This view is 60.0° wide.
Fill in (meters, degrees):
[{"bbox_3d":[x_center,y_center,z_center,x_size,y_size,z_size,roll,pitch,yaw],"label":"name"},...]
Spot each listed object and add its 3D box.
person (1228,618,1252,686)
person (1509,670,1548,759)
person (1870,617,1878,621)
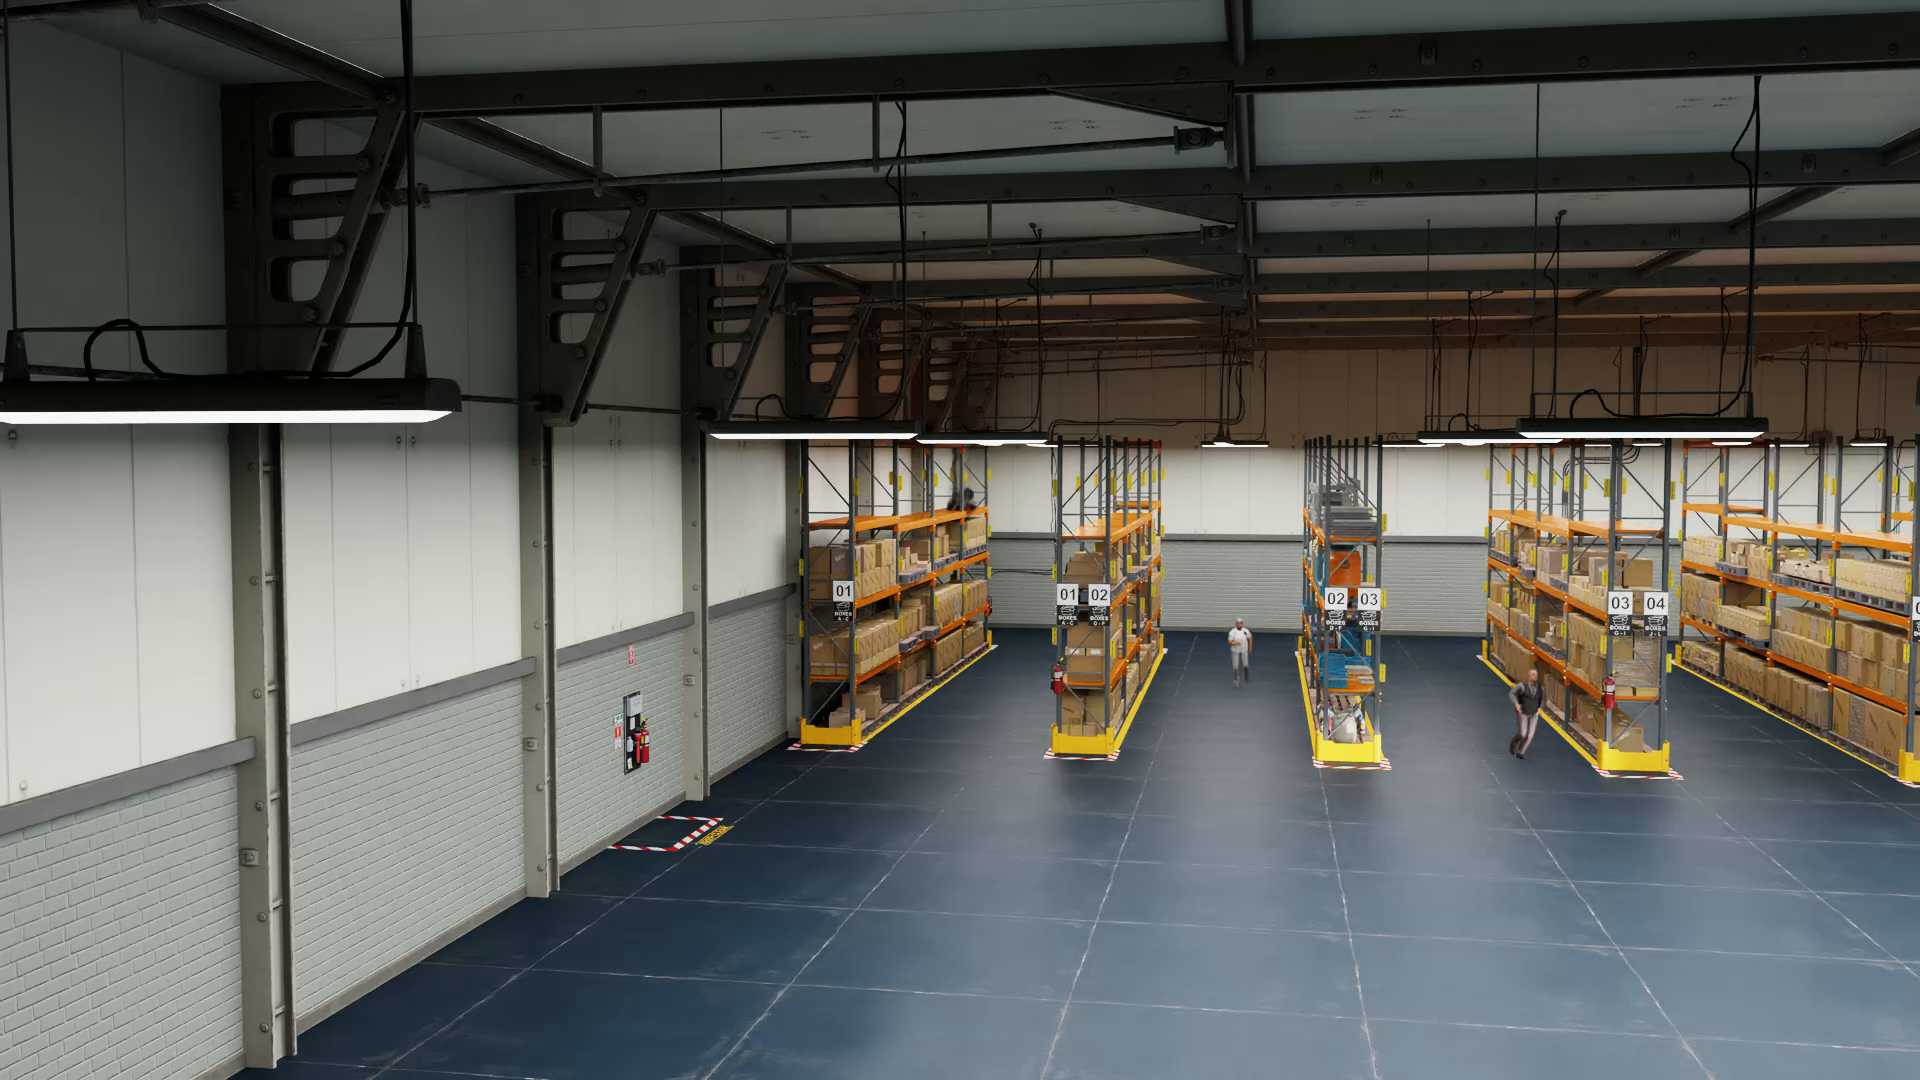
[{"bbox_3d":[6.786,2.721,40.217,0.601,1.644,0.648,0,3,5],"label":"person"},{"bbox_3d":[10.535,3.230,30.791,0.677,1.674,0.567,0,3,-1],"label":"person"},{"bbox_3d":[24.785,2.457,44.831,0.779,1.769,0.707,1,3,26],"label":"person"}]
